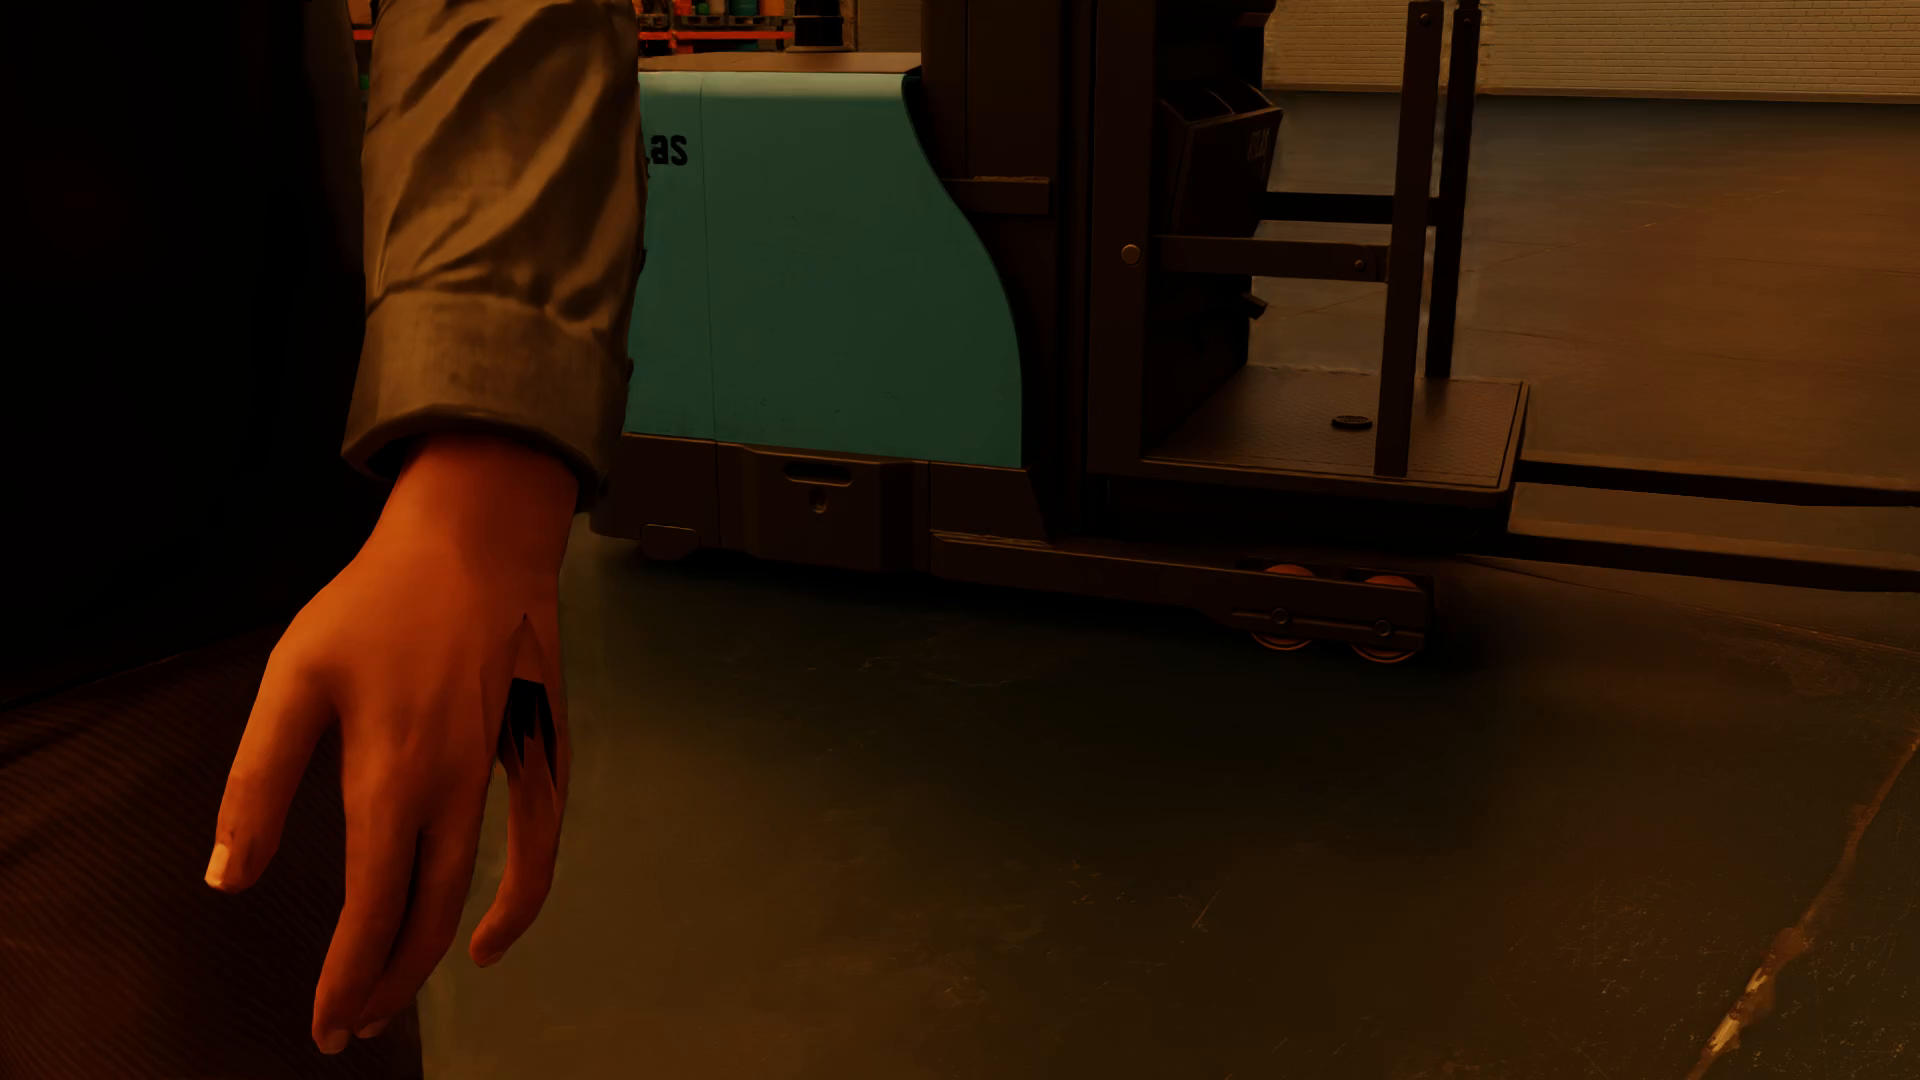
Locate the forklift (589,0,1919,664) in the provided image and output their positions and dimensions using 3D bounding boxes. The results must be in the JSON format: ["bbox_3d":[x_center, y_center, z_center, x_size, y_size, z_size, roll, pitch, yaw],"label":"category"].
[{"bbox_3d":[0.726,-1.341,3.314,3.031,2.935,1.130,6,18,19],"label":"forklift"}]
